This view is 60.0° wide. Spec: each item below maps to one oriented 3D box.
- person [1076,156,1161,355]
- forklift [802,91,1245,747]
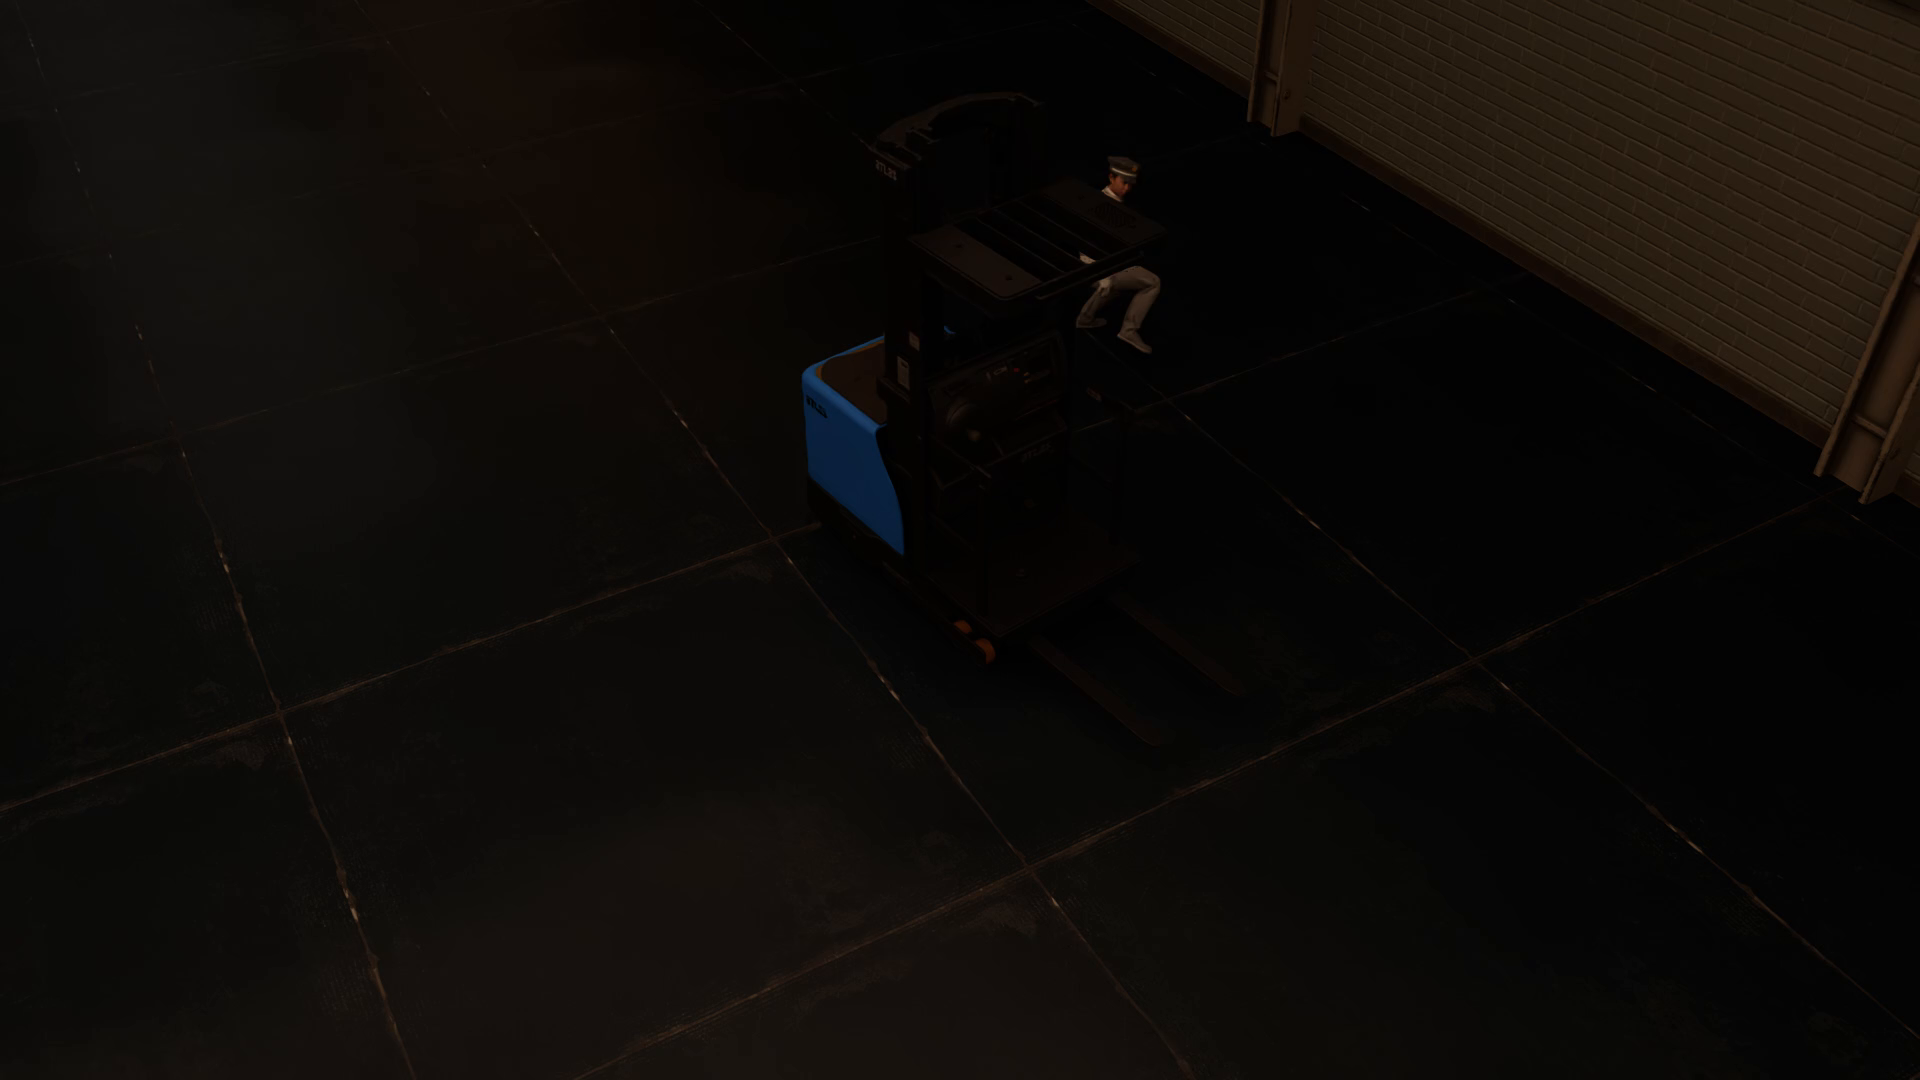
[{"bbox_3d":[1.090,-1.956,11.598,0.633,1.456,0.740,-7,40,-8],"label":"person"},{"bbox_3d":[0.347,-0.768,8.962,1.130,2.935,3.031,-27,47,-28],"label":"forklift"}]
